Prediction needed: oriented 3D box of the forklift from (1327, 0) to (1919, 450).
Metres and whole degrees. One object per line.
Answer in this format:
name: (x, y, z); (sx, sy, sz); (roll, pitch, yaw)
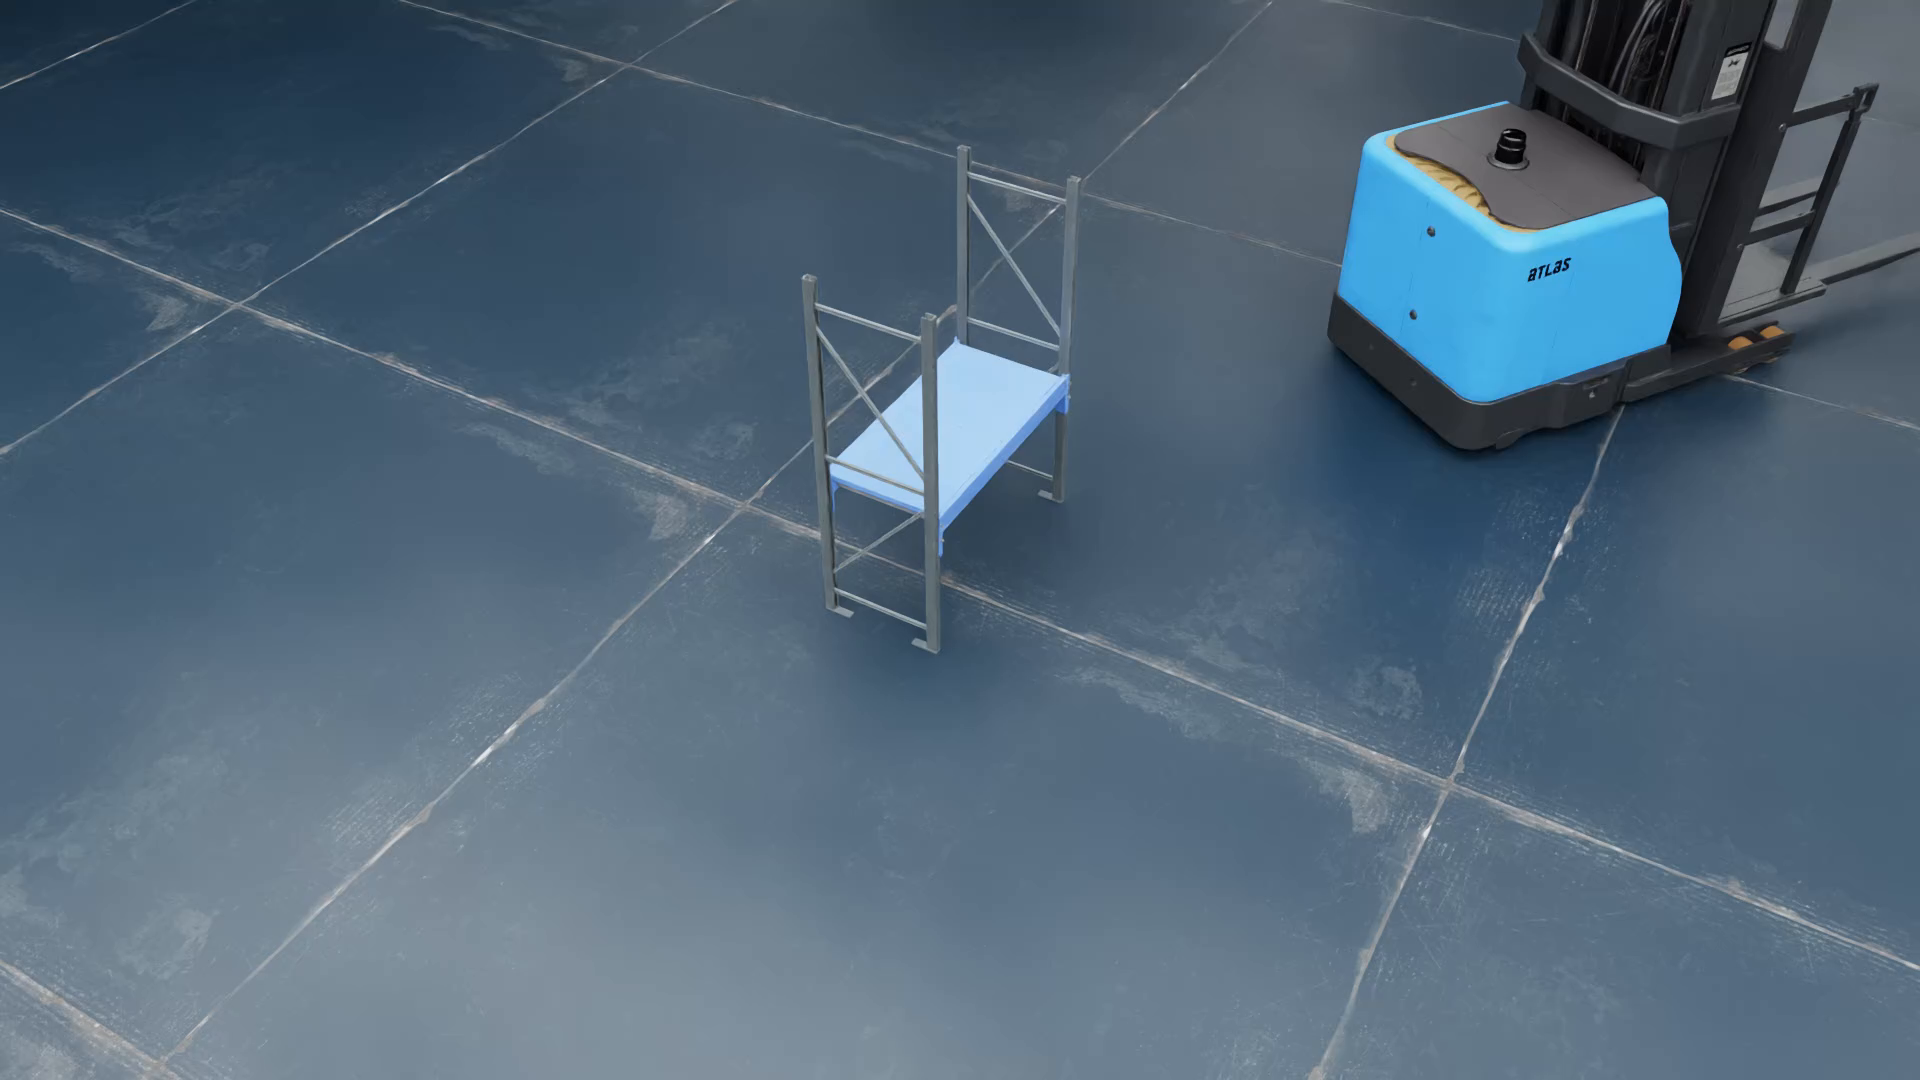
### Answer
forklift: (3.259, -2.157, 6.982); (3.031, 2.935, 1.130); (-18, 44, -19)

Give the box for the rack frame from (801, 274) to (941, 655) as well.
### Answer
rack frame: (-0.297, -0.223, 5.869); (0.500, 1.500, 0.032); (21, 45, 22)

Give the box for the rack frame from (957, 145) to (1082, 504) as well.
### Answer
rack frame: (0.212, -0.805, 6.529); (0.500, 1.500, 0.032); (21, 45, 22)

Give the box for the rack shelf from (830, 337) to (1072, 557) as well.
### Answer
rack shelf: (-0.043, -0.379, 6.318); (0.538, 0.185, 1.000); (21, 45, 22)

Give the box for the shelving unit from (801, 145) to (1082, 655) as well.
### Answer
shelving unit: (-0.043, -0.514, 6.199); (0.538, 1.500, 1.048); (21, 45, 22)
